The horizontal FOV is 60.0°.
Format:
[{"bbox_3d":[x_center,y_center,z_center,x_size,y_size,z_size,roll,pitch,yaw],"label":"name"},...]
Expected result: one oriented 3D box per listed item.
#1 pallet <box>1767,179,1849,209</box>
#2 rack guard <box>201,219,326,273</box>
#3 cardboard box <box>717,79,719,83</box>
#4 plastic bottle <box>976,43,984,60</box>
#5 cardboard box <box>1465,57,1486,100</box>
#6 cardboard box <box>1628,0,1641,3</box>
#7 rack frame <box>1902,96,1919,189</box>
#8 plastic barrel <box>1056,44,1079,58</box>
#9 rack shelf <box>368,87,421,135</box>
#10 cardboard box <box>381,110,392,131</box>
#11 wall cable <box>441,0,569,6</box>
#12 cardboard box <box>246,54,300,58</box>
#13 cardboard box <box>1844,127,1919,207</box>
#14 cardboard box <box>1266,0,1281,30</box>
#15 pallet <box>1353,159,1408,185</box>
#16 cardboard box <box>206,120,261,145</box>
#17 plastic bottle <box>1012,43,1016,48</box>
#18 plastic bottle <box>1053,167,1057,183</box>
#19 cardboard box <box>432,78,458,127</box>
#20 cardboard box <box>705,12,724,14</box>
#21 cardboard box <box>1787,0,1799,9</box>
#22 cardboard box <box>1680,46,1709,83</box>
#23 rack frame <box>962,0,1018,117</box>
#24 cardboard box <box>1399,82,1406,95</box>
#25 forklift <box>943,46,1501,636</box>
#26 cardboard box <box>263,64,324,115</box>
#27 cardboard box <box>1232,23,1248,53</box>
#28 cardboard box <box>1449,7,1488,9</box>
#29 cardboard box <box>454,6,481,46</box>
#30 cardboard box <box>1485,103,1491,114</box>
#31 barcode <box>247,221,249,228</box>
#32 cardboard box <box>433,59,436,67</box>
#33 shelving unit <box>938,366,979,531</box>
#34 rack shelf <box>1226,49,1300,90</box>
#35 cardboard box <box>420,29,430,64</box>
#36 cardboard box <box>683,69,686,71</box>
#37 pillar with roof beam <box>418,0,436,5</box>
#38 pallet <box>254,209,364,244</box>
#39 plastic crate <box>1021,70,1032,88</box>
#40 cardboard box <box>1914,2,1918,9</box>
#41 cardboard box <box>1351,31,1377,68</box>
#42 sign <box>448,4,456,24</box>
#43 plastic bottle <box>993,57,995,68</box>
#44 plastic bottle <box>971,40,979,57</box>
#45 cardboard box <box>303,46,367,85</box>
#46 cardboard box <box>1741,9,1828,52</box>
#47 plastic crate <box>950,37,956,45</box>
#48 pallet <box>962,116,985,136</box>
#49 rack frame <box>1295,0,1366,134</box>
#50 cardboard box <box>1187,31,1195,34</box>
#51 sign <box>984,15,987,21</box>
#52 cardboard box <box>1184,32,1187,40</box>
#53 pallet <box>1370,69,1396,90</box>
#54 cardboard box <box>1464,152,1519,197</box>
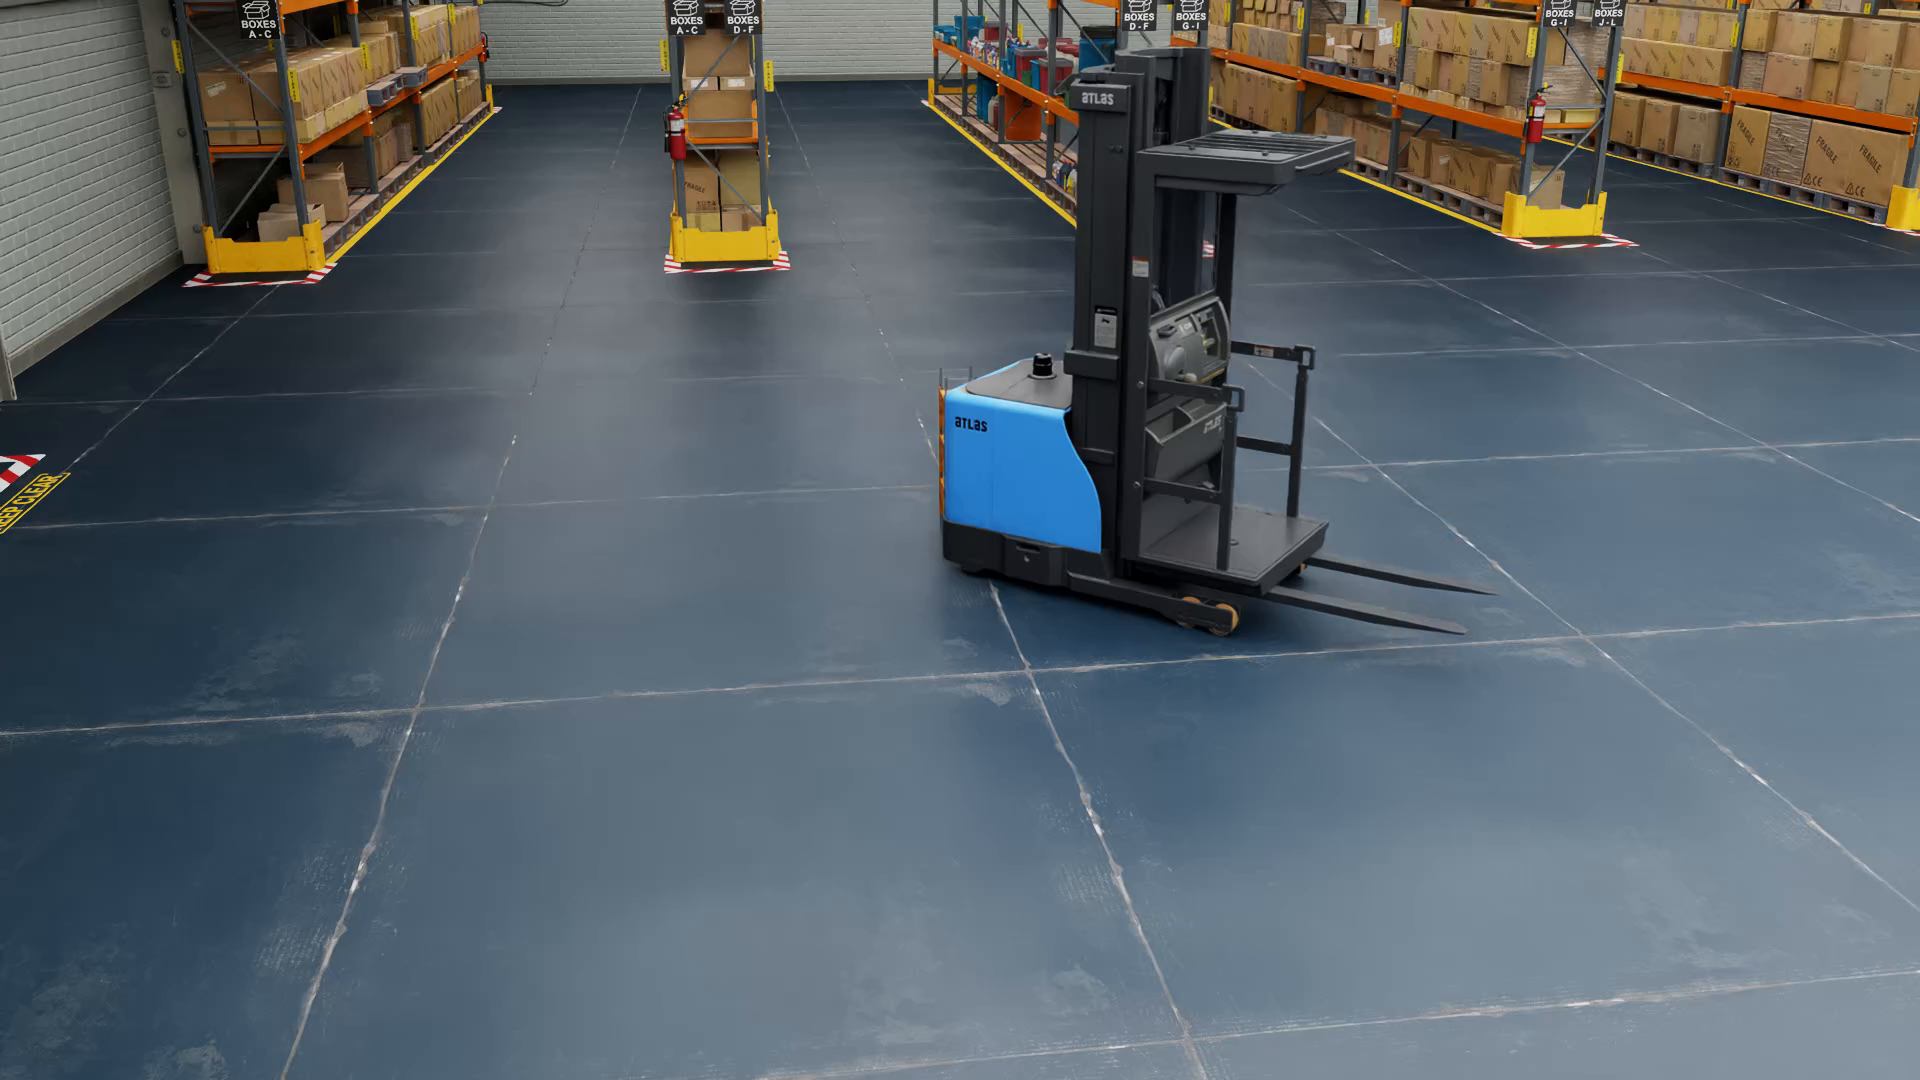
[{"bbox_3d":[11.726,-4.689,22.468,1.003,0.211,1.213,-3,21,-8],"label":"pallet"},{"bbox_3d":[-7.547,-3.191,18.046,1.175,0.500,0.348,-3,21,-8],"label":"rack guard"},{"bbox_3d":[-2.835,-5.150,19.575,0.700,0.500,0.500,-3,21,-7],"label":"cardboard box"},{"bbox_3d":[0.361,-8.432,28.683,0.152,0.276,0.135,-3,21,-8],"label":"plastic bottle"},{"bbox_3d":[6.897,-5.806,20.905,0.875,0.500,0.500,-3,21,-8],"label":"cardboard box"},{"bbox_3d":[14.456,-11.460,35.039,0.500,0.500,0.500,-3,21,-9],"label":"cardboard box"},{"bbox_3d":[12.092,-5.300,20.121,1.000,3.000,0.127,-3,21,-8],"label":"rack frame"},{"bbox_3d":[1.602,-7.030,24.558,0.433,0.535,0.433,0,20,0],"label":"plastic barrel"},{"bbox_3d":[-8.401,-6.076,23.226,1.077,0.370,4.000,-3,21,-8],"label":"rack shelf"},{"bbox_3d":[-8.514,-6.045,23.986,0.500,0.250,0.500,-3,21,-7],"label":"cardboard box"},{"bbox_3d":[-10.304,-13.208,37.155,3.097,2.526,0.112,-3,21,-8],"label":"wall cable"},{"bbox_3d":[-8.114,-5.486,19.731,0.500,0.500,0.500,-2,21,-6],"label":"cardboard box"},{"bbox_3d":[11.928,-4.733,21.039,0.875,0.875,0.875,-3,21,-7],"label":"cardboard box"},{"bbox_3d":[5.732,-9.084,28.673,0.797,0.503,0.637,-2,21,-6],"label":"cardboard box"},{"bbox_3d":[6.479,-5.433,24.462,1.003,0.211,1.213,-3,21,-8],"label":"pallet"},{"bbox_3d":[-7.795,-4.427,17.968,0.500,0.250,0.500,-3,21,-7],"label":"cardboard box"},{"bbox_3d":[0.939,-8.449,28.736,0.097,0.271,0.097,0,20,0],"label":"plastic bottle"},{"bbox_3d":[1.318,-4.948,22.548,0.097,0.201,0.097,0,20,0],"label":"plastic bottle"},{"bbox_3d":[-9.043,-7.462,28.380,0.750,0.750,0.750,-3,21,-7],"label":"cardboard box"},{"bbox_3d":[-3.141,-6.473,21.263,0.700,0.500,0.500,-3,21,-7],"label":"cardboard box"},{"bbox_3d":[15.276,-9.561,29.956,0.500,0.500,0.500,-3,21,-9],"label":"cardboard box"},{"bbox_3d":[11.102,-7.074,24.727,0.500,0.500,0.500,-3,21,-8],"label":"cardboard box"},{"bbox_3d":[0.538,-8.990,30.000,1.000,3.000,0.127,-3,21,-8],"label":"rack frame"},{"bbox_3d":[6.326,-6.263,23.057,0.380,0.149,0.250,-3,21,-8],"label":"cardboard box"},{"bbox_3d":[1.422,-1.076,8.909,3.031,2.935,1.130,12,24,30],"label":"forklift"},{"bbox_3d":[-7.369,-4.978,18.372,0.500,0.500,0.500,-3,21,-8],"label":"cardboard box"},{"bbox_3d":[5.258,-9.115,30.191,0.500,0.500,0.500,-3,21,-8],"label":"cardboard box"},{"bbox_3d":[6.929,-6.983,22.628,0.500,0.500,0.500,-3,21,-8],"label":"cardboard box"},{"bbox_3d":[-9.759,-9.840,31.846,0.980,0.700,0.700,-2,21,-5],"label":"cardboard box"},{"bbox_3d":[6.785,-5.402,20.753,0.380,0.149,0.250,-3,21,-8],"label":"cardboard box"},{"bbox_3d":[-7.945,-3.517,18.546,0.001,0.075,0.075,-3,21,-8],"label":"barcode"},{"bbox_3d":[-8.797,-7.837,27.244,0.380,0.149,0.250,-3,21,-9],"label":"cardboard box"},{"bbox_3d":[-0.008,-0.510,10.082,0.215,1.050,0.252,-3,21,-8],"label":"shelving unit"},{"bbox_3d":[5.727,-8.211,28.940,1.077,0.370,4.000,-3,21,-8],"label":"rack shelf"},{"bbox_3d":[-8.572,-7.664,25.852,0.500,0.500,0.500,-2,21,-6],"label":"cardboard box"},{"bbox_3d":[-2.988,-5.327,19.121,0.380,0.149,0.250,-3,21,-7],"label":"cardboard box"},{"bbox_3d":[-6.827,-13.794,34.288,9.100,9.000,0.400,-3,21,-8],"label":"pillar with roof beam"},{"bbox_3d":[-7.802,-3.760,19.983,1.003,0.211,1.213,-3,21,-8],"label":"pallet"},{"bbox_3d":[1.161,-6.710,24.197,0.450,0.188,0.662,-3,21,-8],"label":"plastic crate"},{"bbox_3d":[19.596,-11.107,34.384,0.500,0.500,0.500,-2,21,-6],"label":"cardboard box"},{"bbox_3d":[6.251,-7.311,24.756,0.797,0.503,0.637,-1,20,-2],"label":"cardboard box"},{"bbox_3d":[-8.730,-9.027,28.556,0.100,0.325,0.005,-3,21,-8],"label":"sign"},{"bbox_3d":[0.588,-7.785,27.057,0.097,0.201,0.097,0,20,0],"label":"plastic bottle"},{"bbox_3d":[0.280,-8.626,29.202,0.152,0.276,0.135,-3,21,-8],"label":"plastic bottle"},{"bbox_3d":[-8.152,-6.152,21.628,0.700,0.500,0.500,-3,21,-8],"label":"cardboard box"},{"bbox_3d":[11.534,-7.132,23.267,0.875,0.550,0.550,-3,21,-8],"label":"cardboard box"},{"bbox_3d":[-0.011,-9.483,31.609,0.293,0.136,0.466,-3,21,-8],"label":"plastic crate"},{"bbox_3d":[0.608,-7.415,29.767,1.003,0.211,1.213,-3,21,-8],"label":"pallet"},{"bbox_3d":[6.016,-7.855,26.961,1.000,3.000,0.127,-3,21,-8],"label":"rack frame"},{"bbox_3d":[4.815,-10.160,32.922,0.500,0.250,0.500,-4,21,-10],"label":"cardboard box"},{"bbox_3d":[0.503,-10.485,33.769,0.100,0.325,0.005,-3,21,-8],"label":"sign"},{"bbox_3d":[4.701,-10.100,33.330,0.380,0.149,0.250,-3,21,-9],"label":"cardboard box"},{"bbox_3d":[6.626,-6.652,24.014,1.003,0.211,1.213,-3,21,-8],"label":"pallet"},{"bbox_3d":[6.904,-4.751,21.622,0.500,0.500,0.500,-1,21,-3],"label":"cardboard box"}]
